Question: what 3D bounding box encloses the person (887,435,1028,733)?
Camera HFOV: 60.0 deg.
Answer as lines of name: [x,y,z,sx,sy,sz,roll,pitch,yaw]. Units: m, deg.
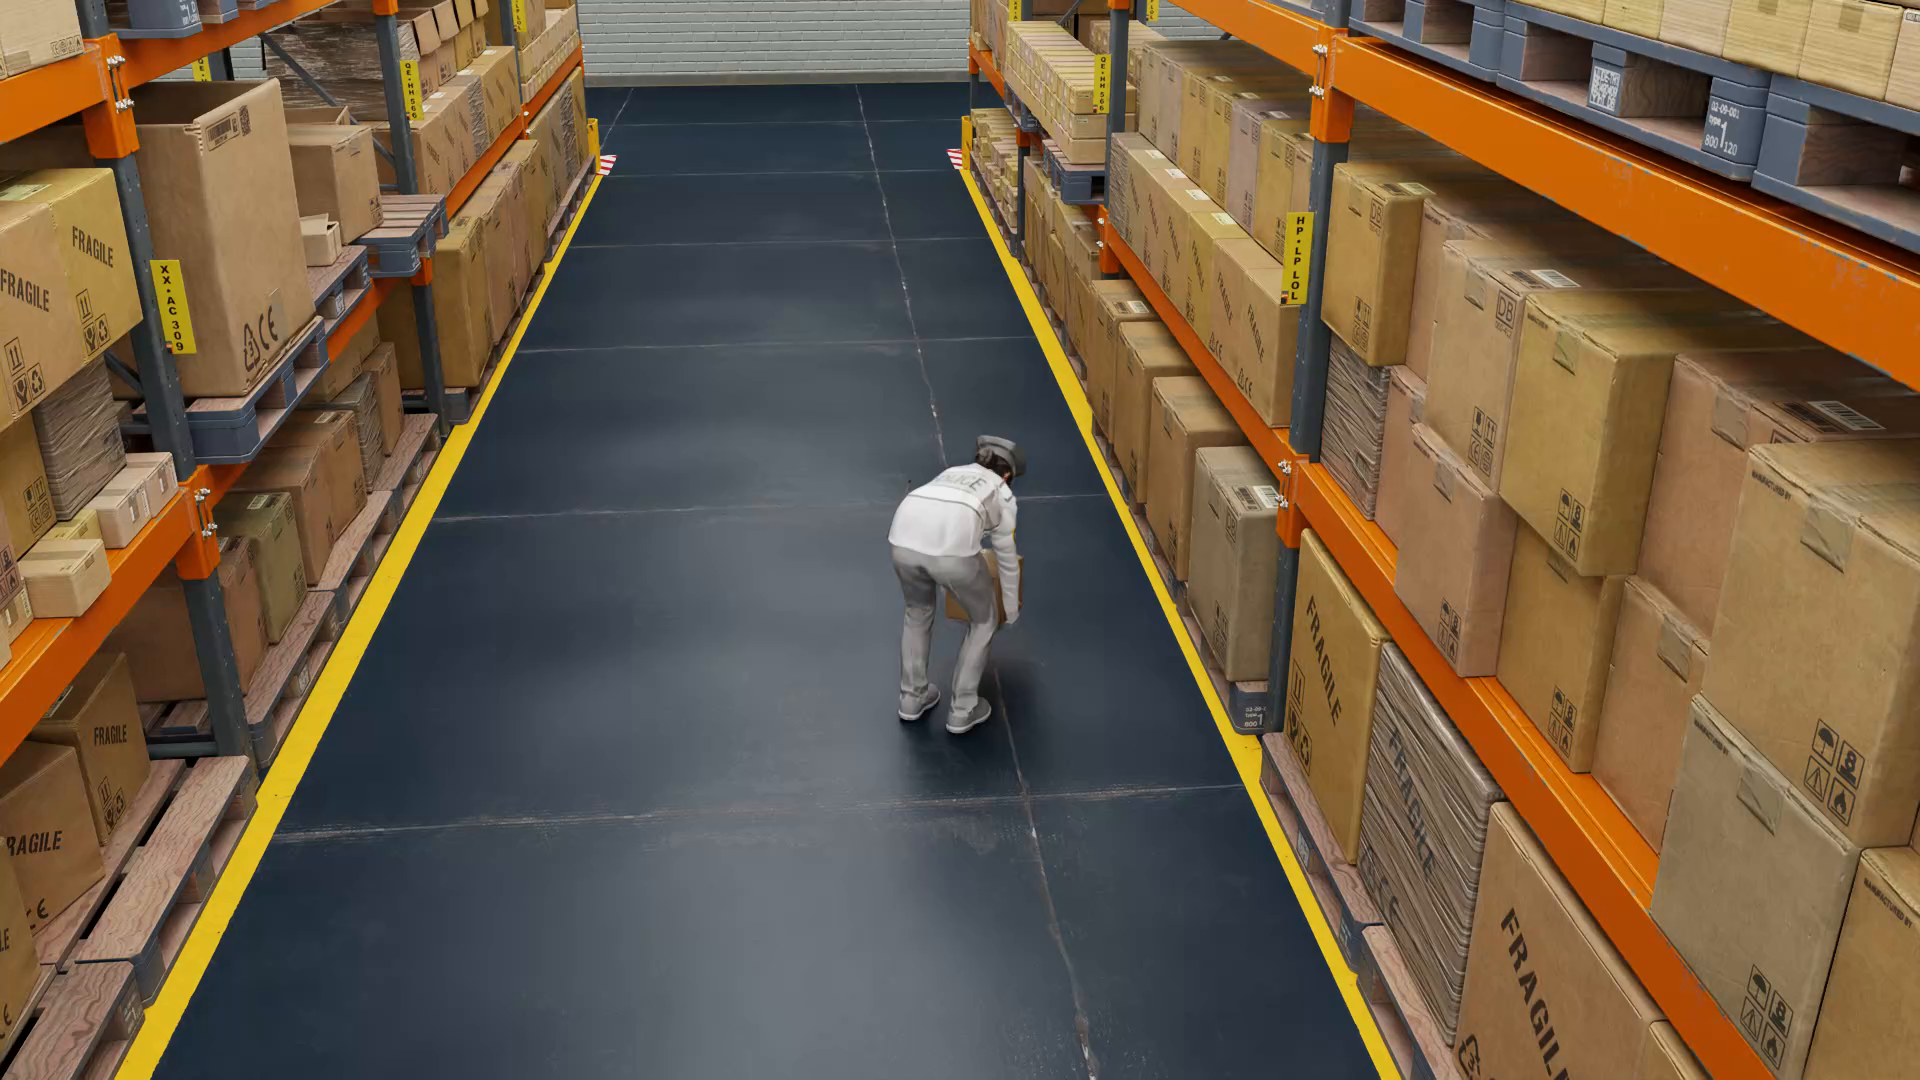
person: [0.025,0.171,6.959,0.429,1.065,0.925,11,26,23]
